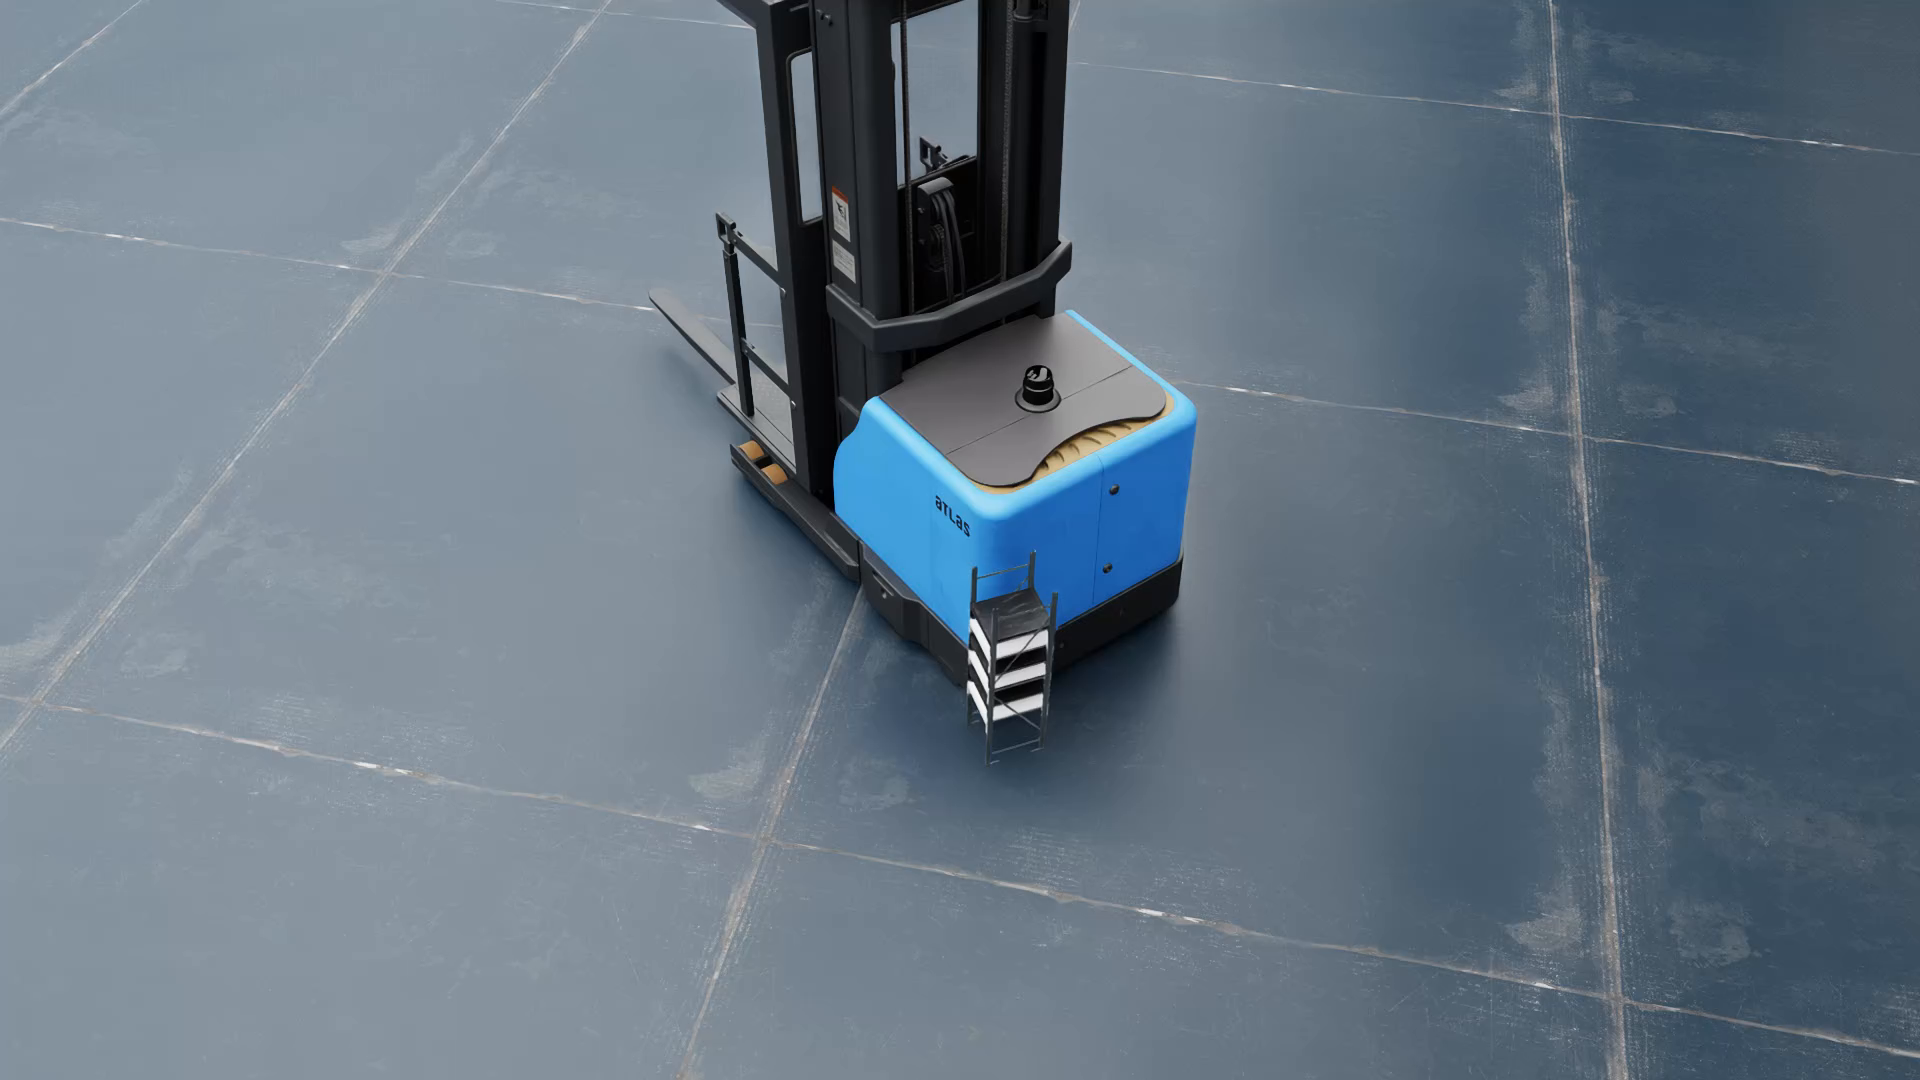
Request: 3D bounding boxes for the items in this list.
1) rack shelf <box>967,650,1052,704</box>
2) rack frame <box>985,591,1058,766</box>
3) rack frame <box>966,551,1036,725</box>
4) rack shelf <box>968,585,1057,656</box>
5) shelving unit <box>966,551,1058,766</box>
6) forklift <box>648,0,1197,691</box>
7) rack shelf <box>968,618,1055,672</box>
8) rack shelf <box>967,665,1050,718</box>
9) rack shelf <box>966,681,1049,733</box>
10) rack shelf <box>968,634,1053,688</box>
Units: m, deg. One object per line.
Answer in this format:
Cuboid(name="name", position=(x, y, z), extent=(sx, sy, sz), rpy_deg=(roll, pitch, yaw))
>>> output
Cuboid(name="rack shelf", position=(0.181, 0.471, 6.113), extent=(0.258, 0.077, 0.200), rpy_deg=(-15, 49, -15))
Cuboid(name="rack frame", position=(0.217, 0.517, 6.024), extent=(0.240, 0.900, 0.006), rpy_deg=(-15, 49, -15))
Cuboid(name="rack frame", position=(0.146, 0.378, 6.154), extent=(0.240, 0.900, 0.006), rpy_deg=(-15, 49, -15))
Cuboid(name="rack shelf", position=(0.186, 0.285, 5.917), extent=(0.258, 0.077, 0.200), rpy_deg=(-15, 49, -15))
Cuboid(name="shelving unit", position=(0.182, 0.448, 6.089), extent=(0.258, 0.900, 0.210), rpy_deg=(-15, 49, -15))
Cuboid(name="forklift", position=(-0.370, -1.408, 6.559), extent=(1.130, 2.935, 3.031), rpy_deg=(-27, 50, -25))
Cuboid(name="rack shelf", position=(0.184, 0.347, 5.983), extent=(0.258, 0.077, 0.200), rpy_deg=(-15, 49, -15))
Cuboid(name="rack shelf", position=(0.179, 0.532, 6.179), extent=(0.258, 0.077, 0.200), rpy_deg=(-15, 49, -15))
Cuboid(name="rack shelf", position=(0.178, 0.594, 6.244), extent=(0.258, 0.077, 0.200), rpy_deg=(-15, 49, -15))
Cuboid(name="rack shelf", position=(0.183, 0.409, 6.048), extent=(0.258, 0.077, 0.200), rpy_deg=(-15, 49, -15))
